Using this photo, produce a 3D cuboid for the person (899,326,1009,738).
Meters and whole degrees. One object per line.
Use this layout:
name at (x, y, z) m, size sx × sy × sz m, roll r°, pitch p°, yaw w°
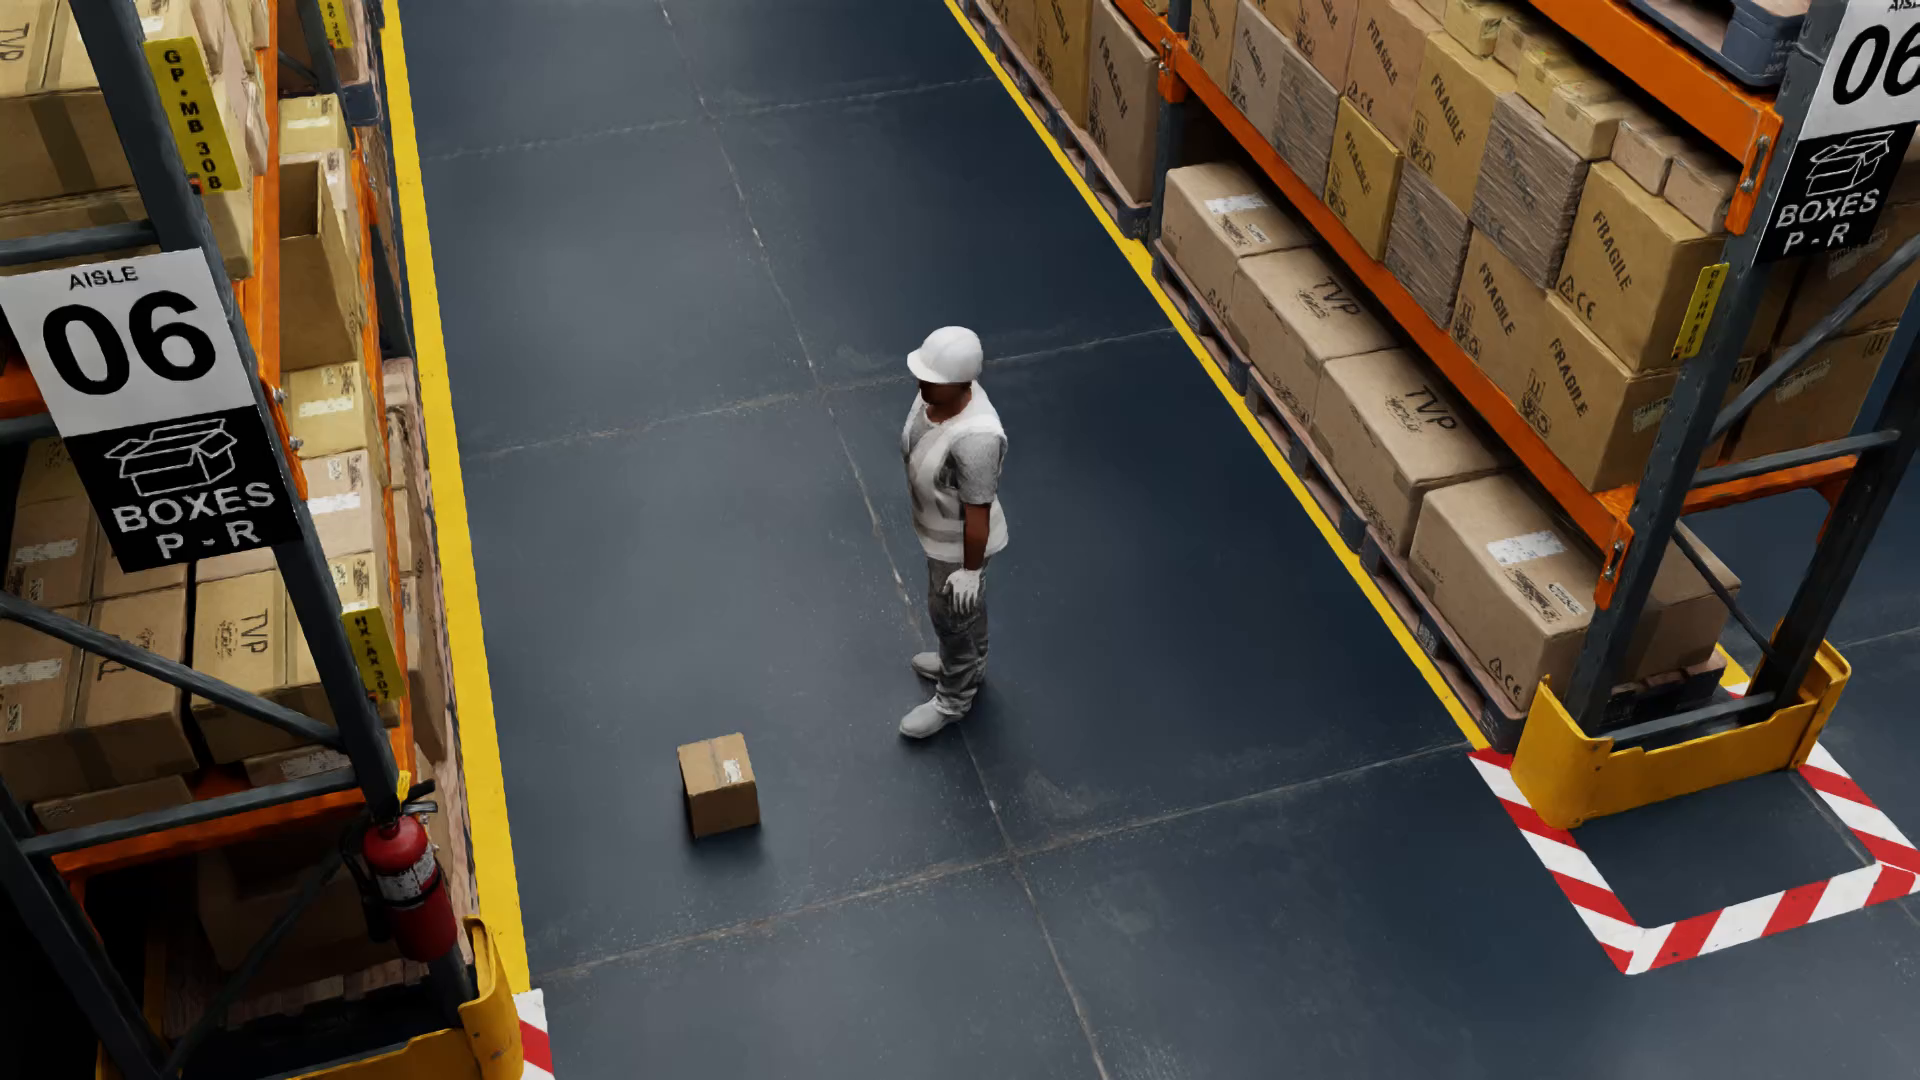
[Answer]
person at (-0.071, -0.040, 6.157) m, size 0.450 × 1.791 × 0.674 m, roll -10°, pitch 43°, yaw -11°
